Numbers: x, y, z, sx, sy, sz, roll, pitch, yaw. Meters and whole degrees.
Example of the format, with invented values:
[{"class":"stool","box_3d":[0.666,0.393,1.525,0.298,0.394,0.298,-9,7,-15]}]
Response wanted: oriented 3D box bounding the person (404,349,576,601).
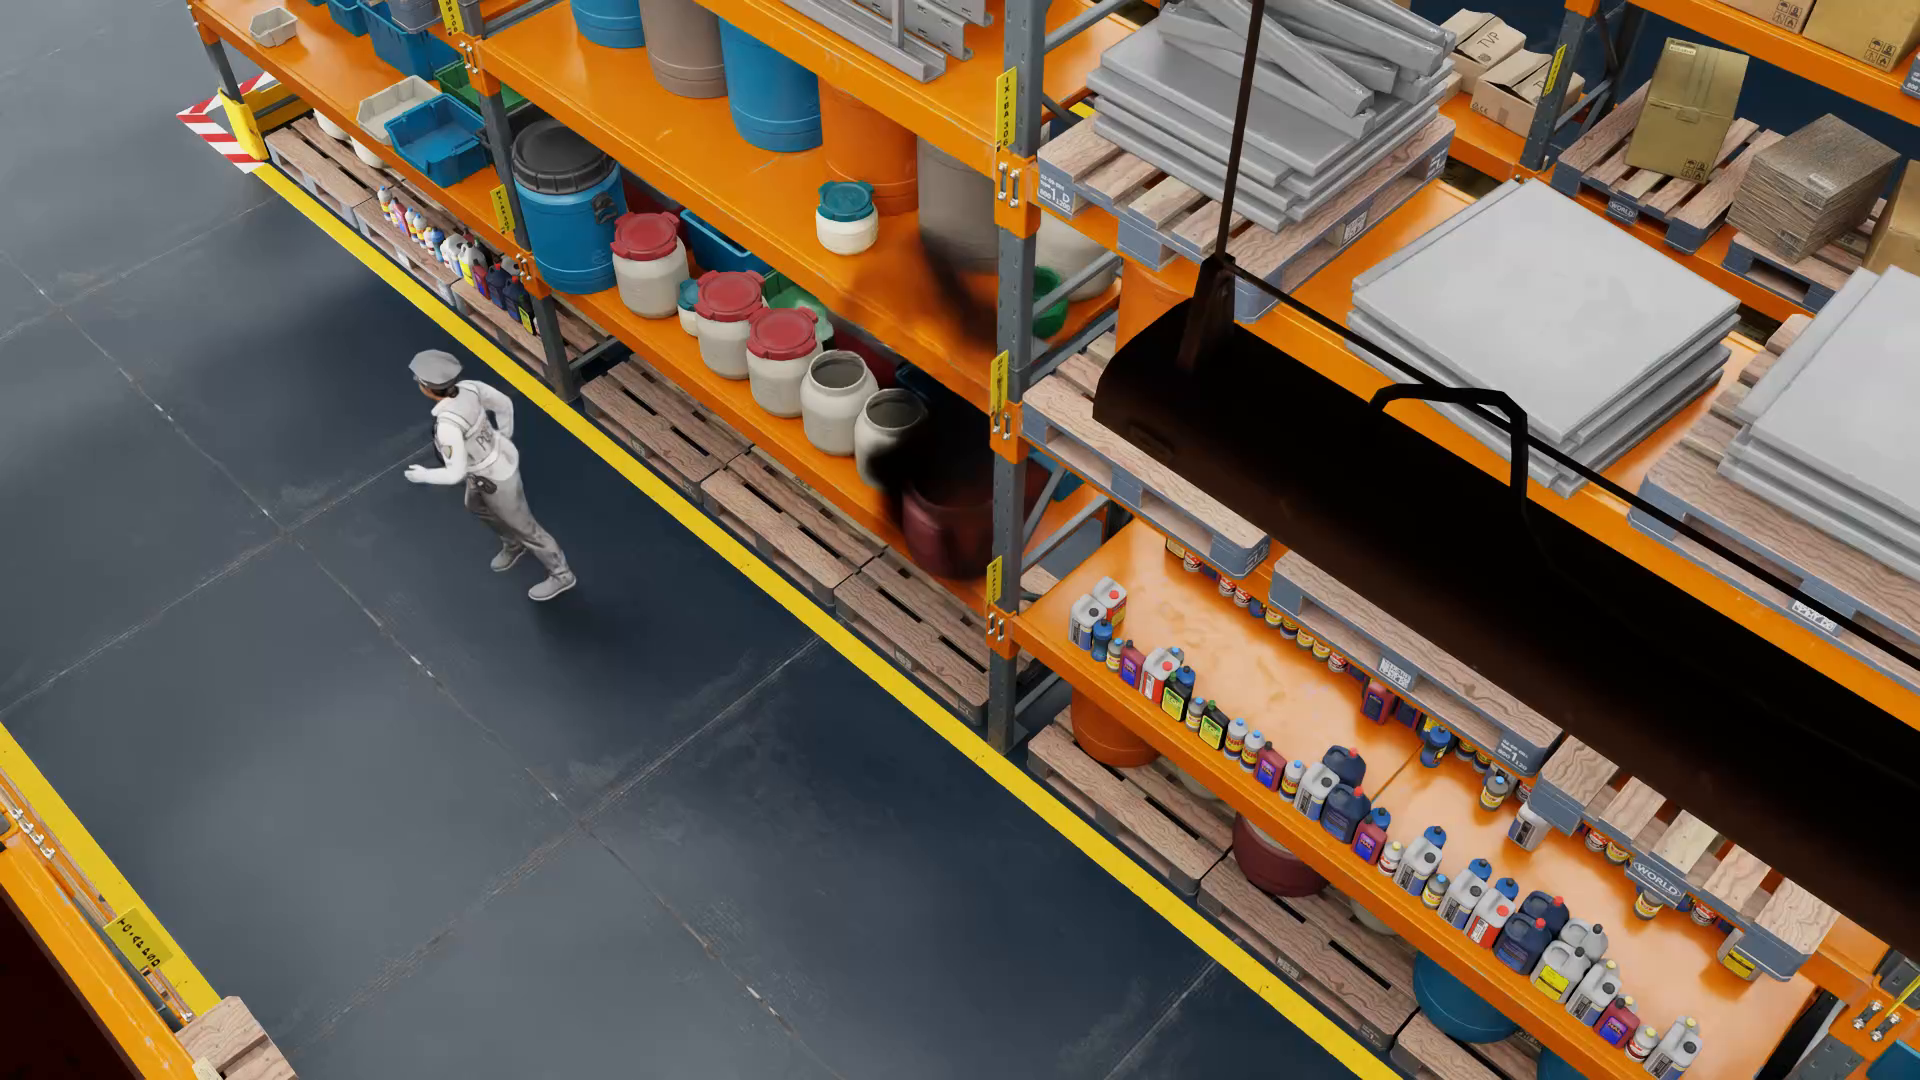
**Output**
[{"class":"person","box_3d":[-2.669,-0.339,9.308,0.774,1.658,0.626,-7,50,-6]}]
